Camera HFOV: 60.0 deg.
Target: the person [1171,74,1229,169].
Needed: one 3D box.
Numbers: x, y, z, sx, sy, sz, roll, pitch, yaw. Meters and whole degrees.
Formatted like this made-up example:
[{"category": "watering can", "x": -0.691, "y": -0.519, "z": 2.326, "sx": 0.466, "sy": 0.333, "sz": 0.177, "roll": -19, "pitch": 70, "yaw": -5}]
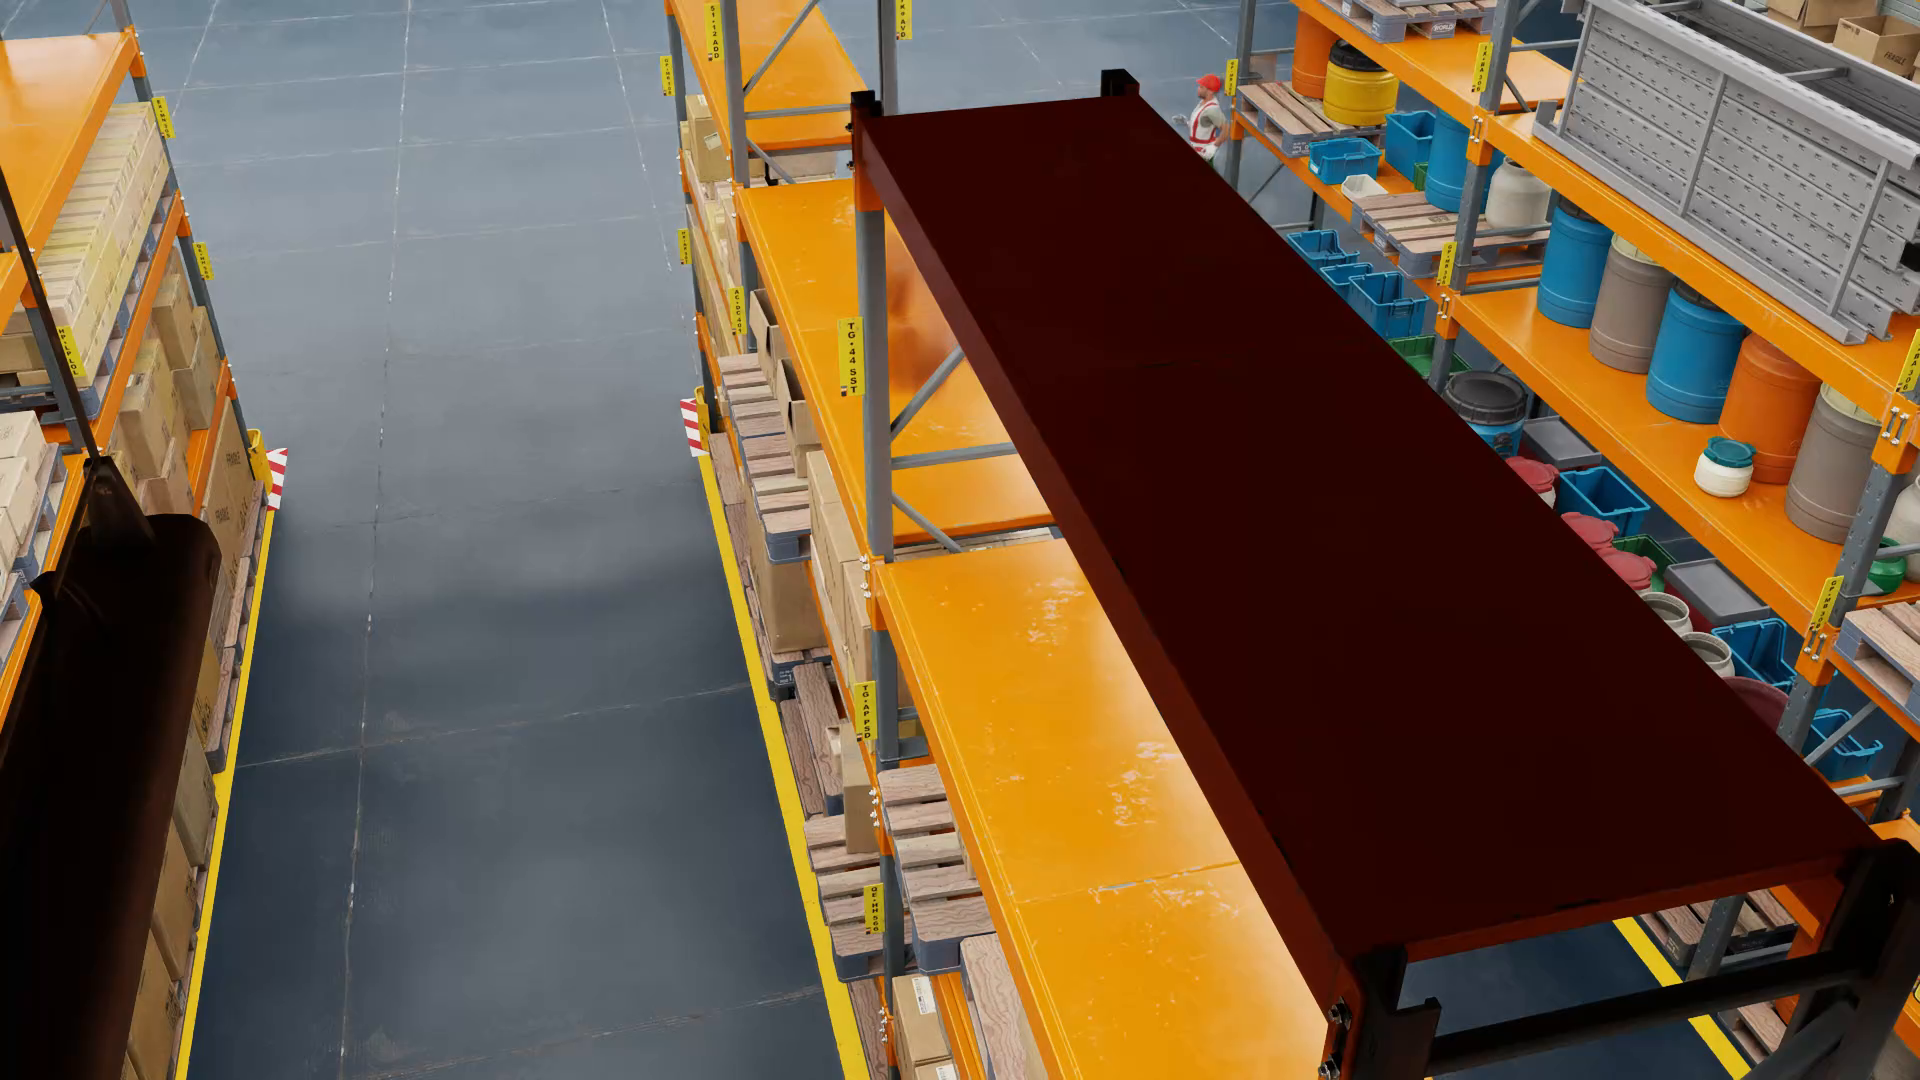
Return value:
[{"category": "person", "x": 2.753, "y": -4.374, "z": 18.885, "sx": 0.779, "sy": 1.845, "sz": 0.648, "roll": 6, "pitch": 35, "yaw": 9}]
